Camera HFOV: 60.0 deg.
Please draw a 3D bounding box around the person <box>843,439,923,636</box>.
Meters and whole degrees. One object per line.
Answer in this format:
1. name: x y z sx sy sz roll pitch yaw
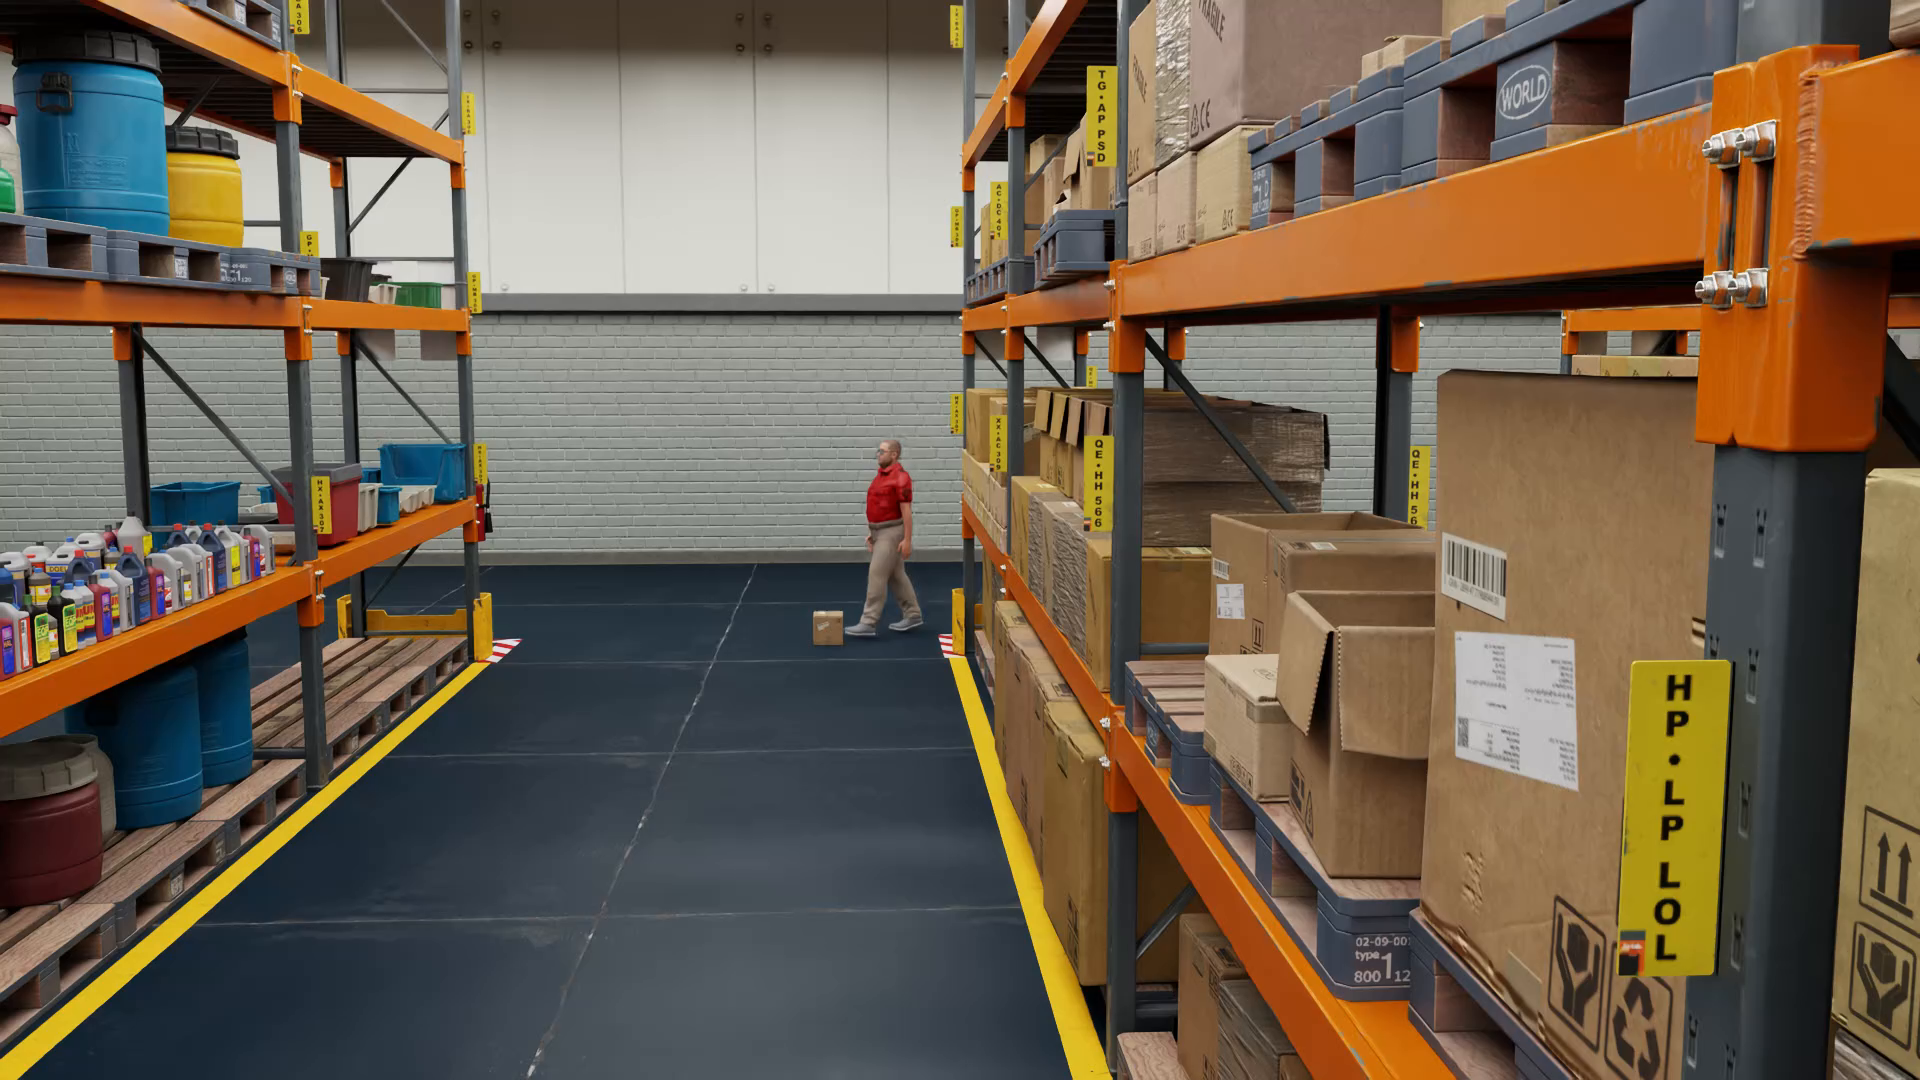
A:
1. person: -0.696 -0.029 14.517 0.837 1.701 0.544 -3 7 -22
